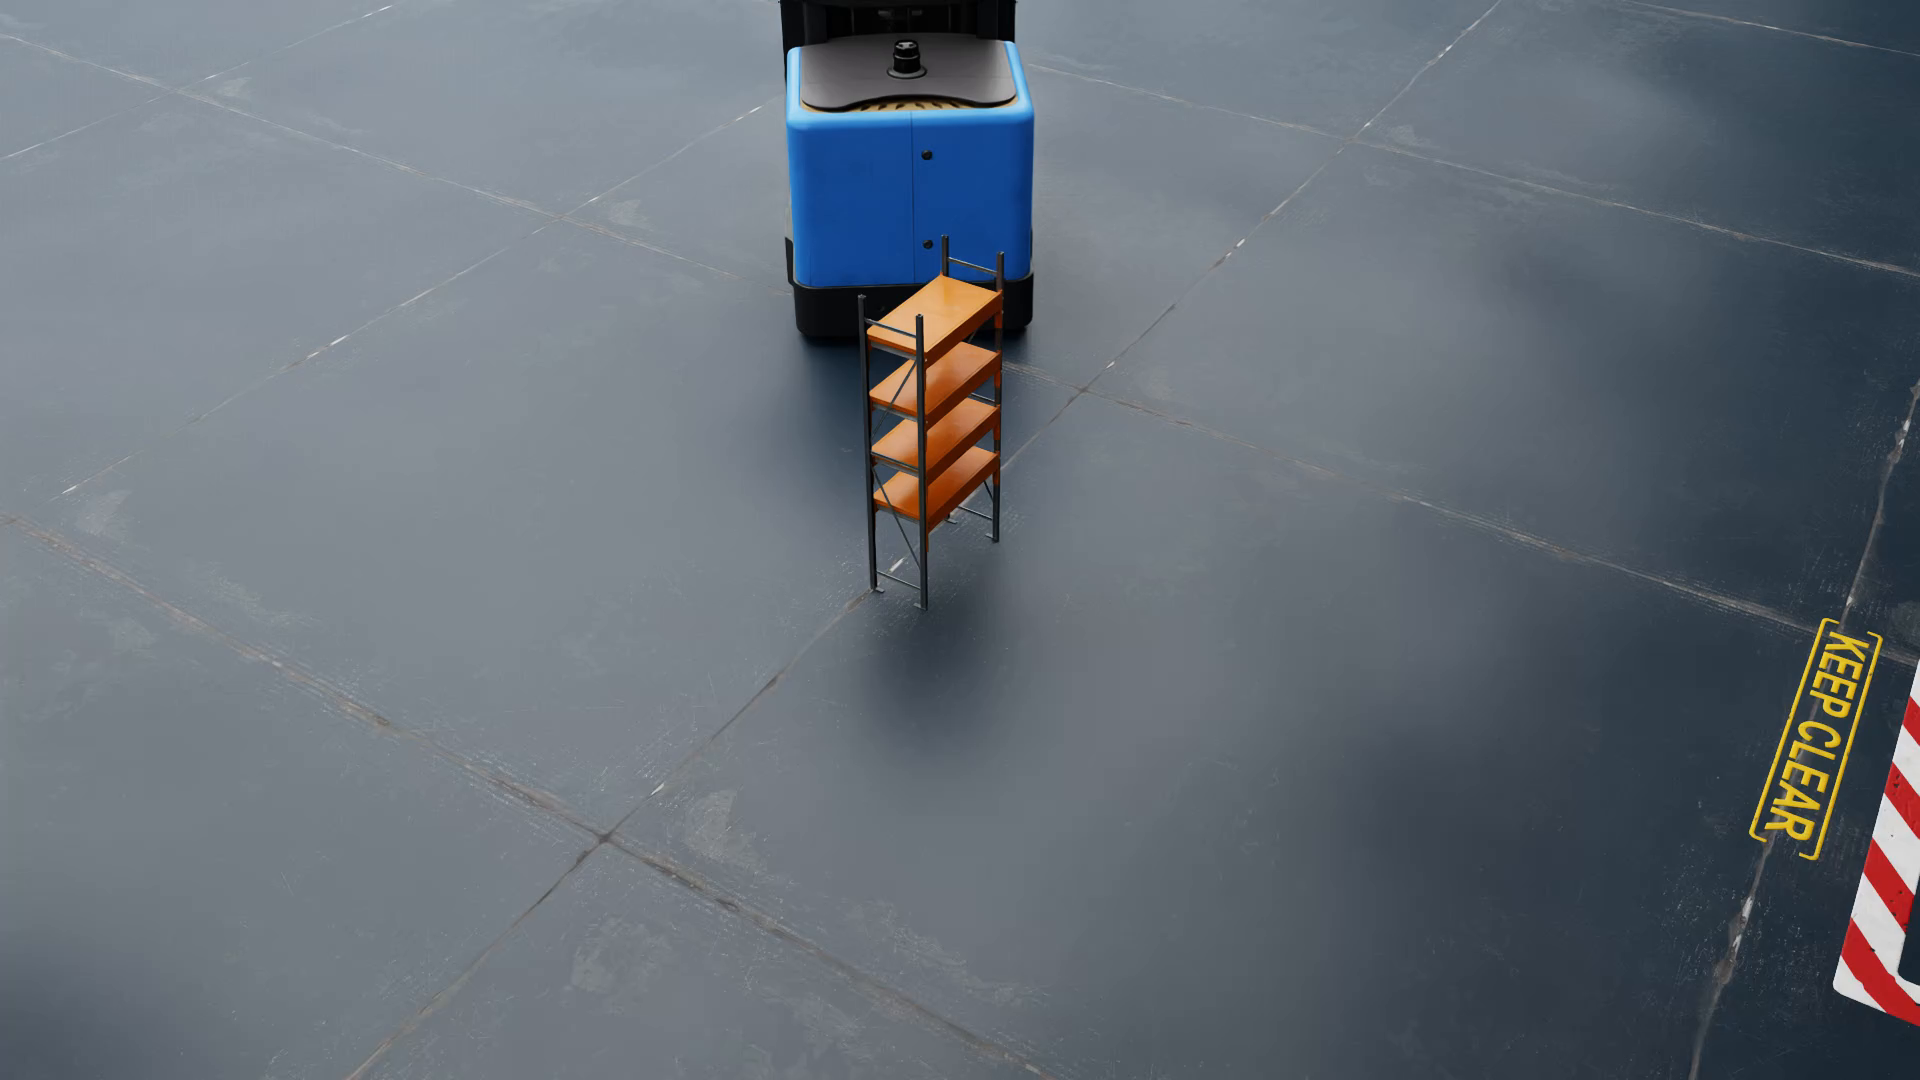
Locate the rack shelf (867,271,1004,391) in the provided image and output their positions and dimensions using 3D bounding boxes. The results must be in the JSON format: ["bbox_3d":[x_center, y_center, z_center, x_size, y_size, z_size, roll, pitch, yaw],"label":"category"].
[{"bbox_3d":[-0.089,-0.701,5.533,0.258,0.148,0.480,21,42,25],"label":"rack shelf"}]

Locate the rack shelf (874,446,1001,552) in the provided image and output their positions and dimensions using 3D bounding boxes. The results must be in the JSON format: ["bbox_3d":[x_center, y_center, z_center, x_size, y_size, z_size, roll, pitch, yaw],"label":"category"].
[{"bbox_3d":[-0.089,-0.179,5.935,0.258,0.148,0.480,21,42,25],"label":"rack shelf"}]

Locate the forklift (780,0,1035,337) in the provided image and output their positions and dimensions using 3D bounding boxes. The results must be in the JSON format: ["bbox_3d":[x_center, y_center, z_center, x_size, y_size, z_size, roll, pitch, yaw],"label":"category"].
[{"bbox_3d":[-0.306,-2.935,7.657,1.130,2.935,3.031,-3,38,-3],"label":"forklift"}]

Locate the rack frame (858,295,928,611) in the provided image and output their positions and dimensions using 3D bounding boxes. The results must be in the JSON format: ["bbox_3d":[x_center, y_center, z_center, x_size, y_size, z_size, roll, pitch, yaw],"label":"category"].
[{"bbox_3d":[-0.219,-0.264,5.610,0.240,1.200,0.015,21,42,25],"label":"rack frame"}]

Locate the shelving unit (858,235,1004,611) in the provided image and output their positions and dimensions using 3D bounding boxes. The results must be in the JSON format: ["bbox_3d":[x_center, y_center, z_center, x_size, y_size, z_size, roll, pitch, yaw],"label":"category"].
[{"bbox_3d":[-0.089,-0.390,5.773,0.258,1.200,0.503,21,42,25],"label":"shelving unit"}]

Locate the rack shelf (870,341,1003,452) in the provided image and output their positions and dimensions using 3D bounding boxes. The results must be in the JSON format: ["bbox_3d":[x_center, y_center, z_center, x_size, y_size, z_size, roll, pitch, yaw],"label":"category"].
[{"bbox_3d":[-0.089,-0.514,5.677,0.258,0.148,0.480,21,42,25],"label":"rack shelf"}]

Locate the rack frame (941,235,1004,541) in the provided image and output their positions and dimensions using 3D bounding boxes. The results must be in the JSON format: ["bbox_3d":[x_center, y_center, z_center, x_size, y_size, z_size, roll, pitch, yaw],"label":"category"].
[{"bbox_3d":[0.042,-0.516,5.936,0.240,1.200,0.015,21,42,25],"label":"rack frame"}]

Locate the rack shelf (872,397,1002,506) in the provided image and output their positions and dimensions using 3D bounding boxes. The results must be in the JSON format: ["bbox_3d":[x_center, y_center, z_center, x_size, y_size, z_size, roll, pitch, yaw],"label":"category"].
[{"bbox_3d":[-0.089,-0.337,5.814,0.258,0.148,0.480,21,42,25],"label":"rack shelf"}]
